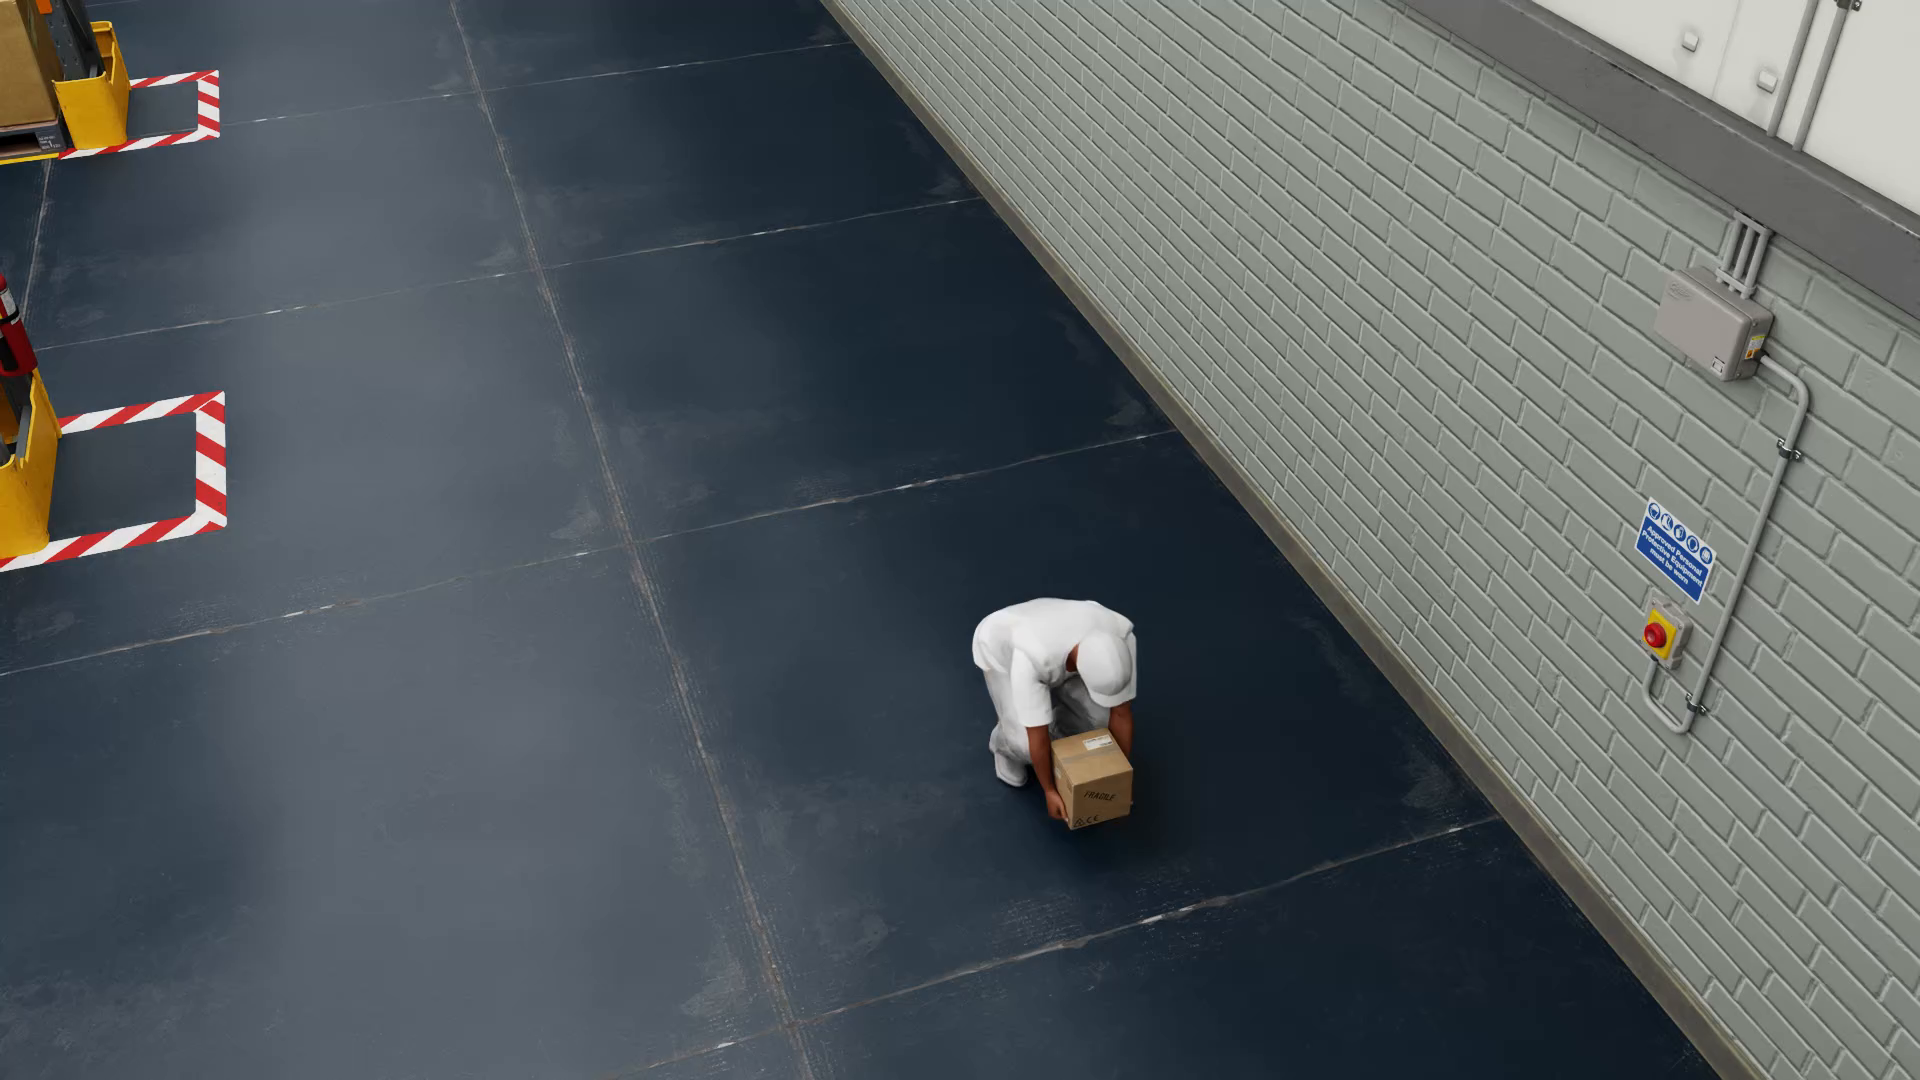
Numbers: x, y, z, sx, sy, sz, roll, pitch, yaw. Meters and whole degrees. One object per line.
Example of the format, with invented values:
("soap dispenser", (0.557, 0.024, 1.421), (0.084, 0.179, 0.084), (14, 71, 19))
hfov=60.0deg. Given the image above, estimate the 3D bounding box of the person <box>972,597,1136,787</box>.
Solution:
("person", (0.404, 0.581, 6.636), (0.540, 1.011, 0.872), (-13, 40, -17))
